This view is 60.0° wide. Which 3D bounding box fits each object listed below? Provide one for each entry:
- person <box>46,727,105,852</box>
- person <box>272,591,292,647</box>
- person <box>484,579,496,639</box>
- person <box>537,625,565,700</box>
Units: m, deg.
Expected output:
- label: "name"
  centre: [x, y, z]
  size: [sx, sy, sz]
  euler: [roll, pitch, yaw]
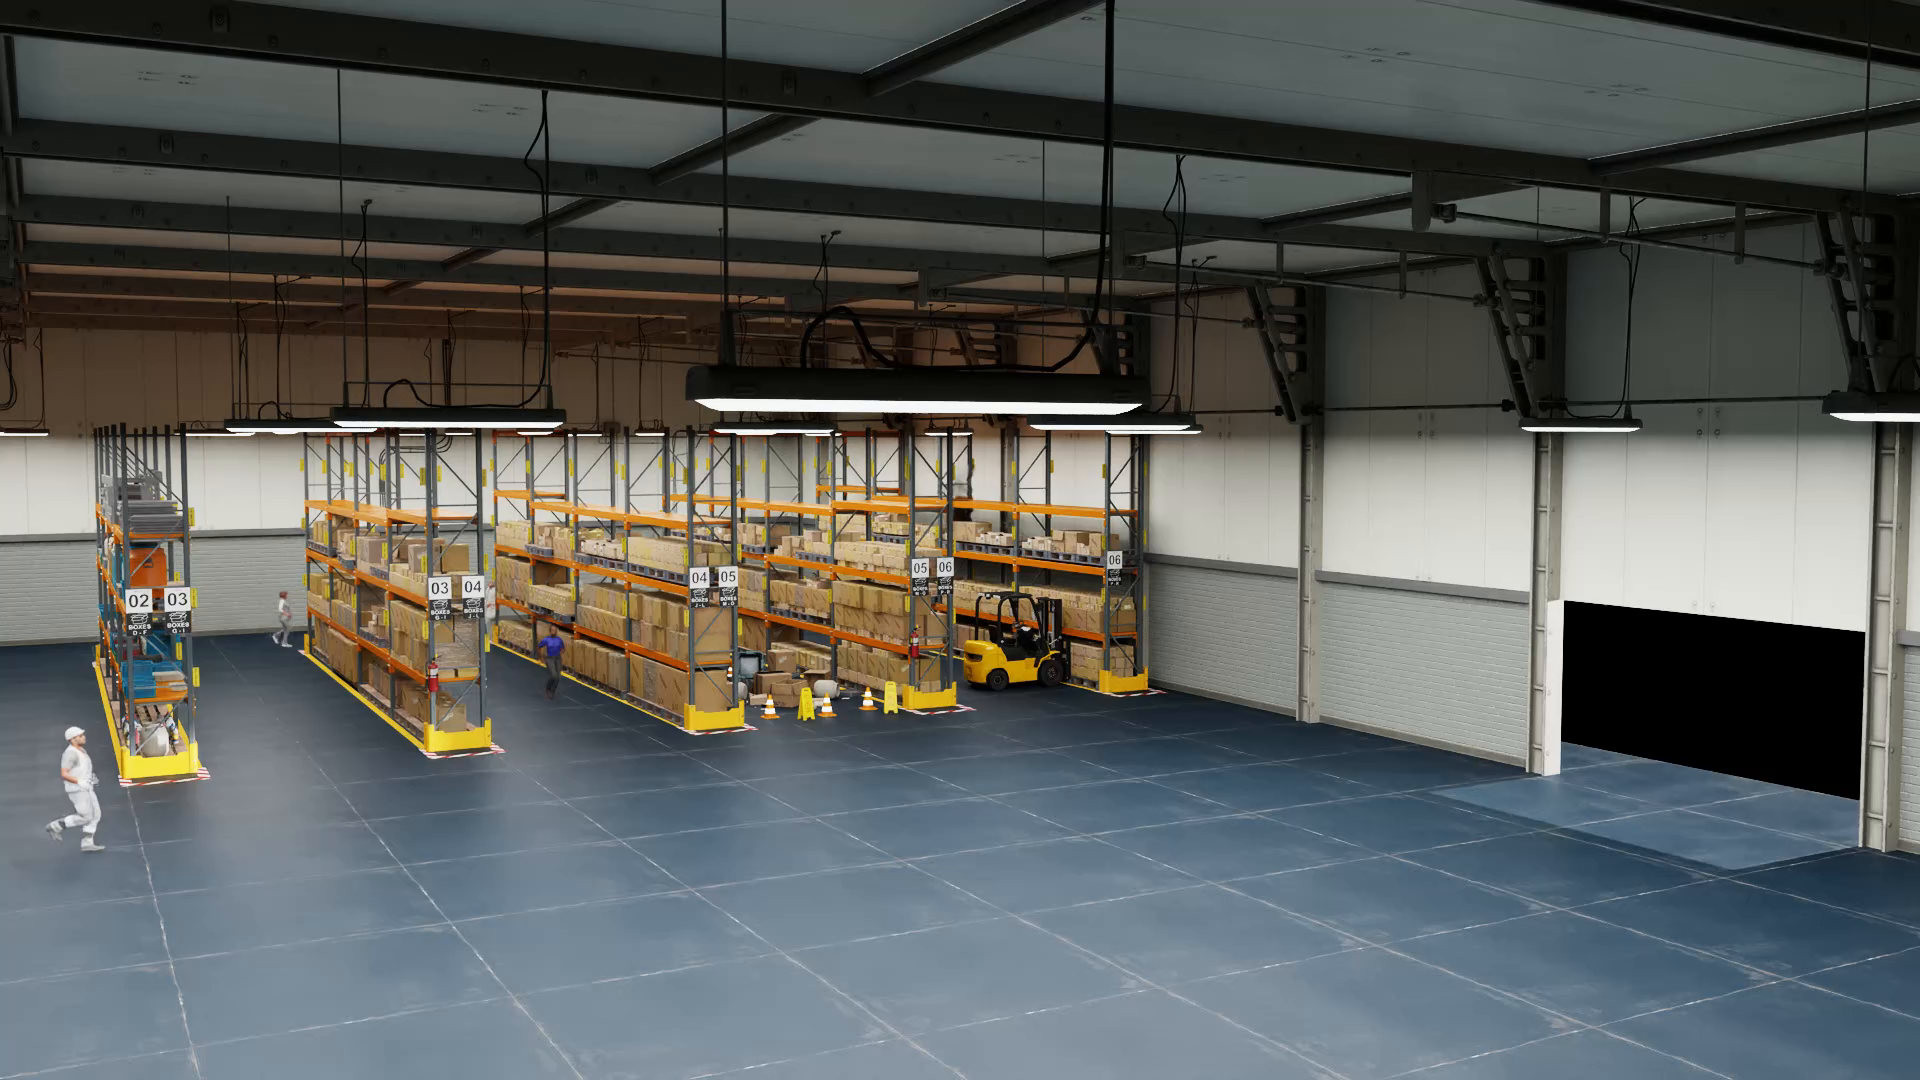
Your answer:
- label: "person"
  centre: [-12.255, 3.455, 23.037]
  size: [0.718, 1.750, 0.655]
  euler: [-1, 4, -13]
- label: "person"
  centre: [-18.673, 2.174, 45.778]
  size: [0.543, 1.567, 0.559]
  euler: [-1, 4, -14]
- label: "person"
  centre: [-13.455, 1.979, 47.753]
  size: [0.698, 1.720, 0.614]
  euler: [2, 4, 33]
- label: "person"
  centre: [-8.914, 2.688, 36.475]
  size: [0.550, 1.626, 0.646]
  euler: [-3, 4, -38]
